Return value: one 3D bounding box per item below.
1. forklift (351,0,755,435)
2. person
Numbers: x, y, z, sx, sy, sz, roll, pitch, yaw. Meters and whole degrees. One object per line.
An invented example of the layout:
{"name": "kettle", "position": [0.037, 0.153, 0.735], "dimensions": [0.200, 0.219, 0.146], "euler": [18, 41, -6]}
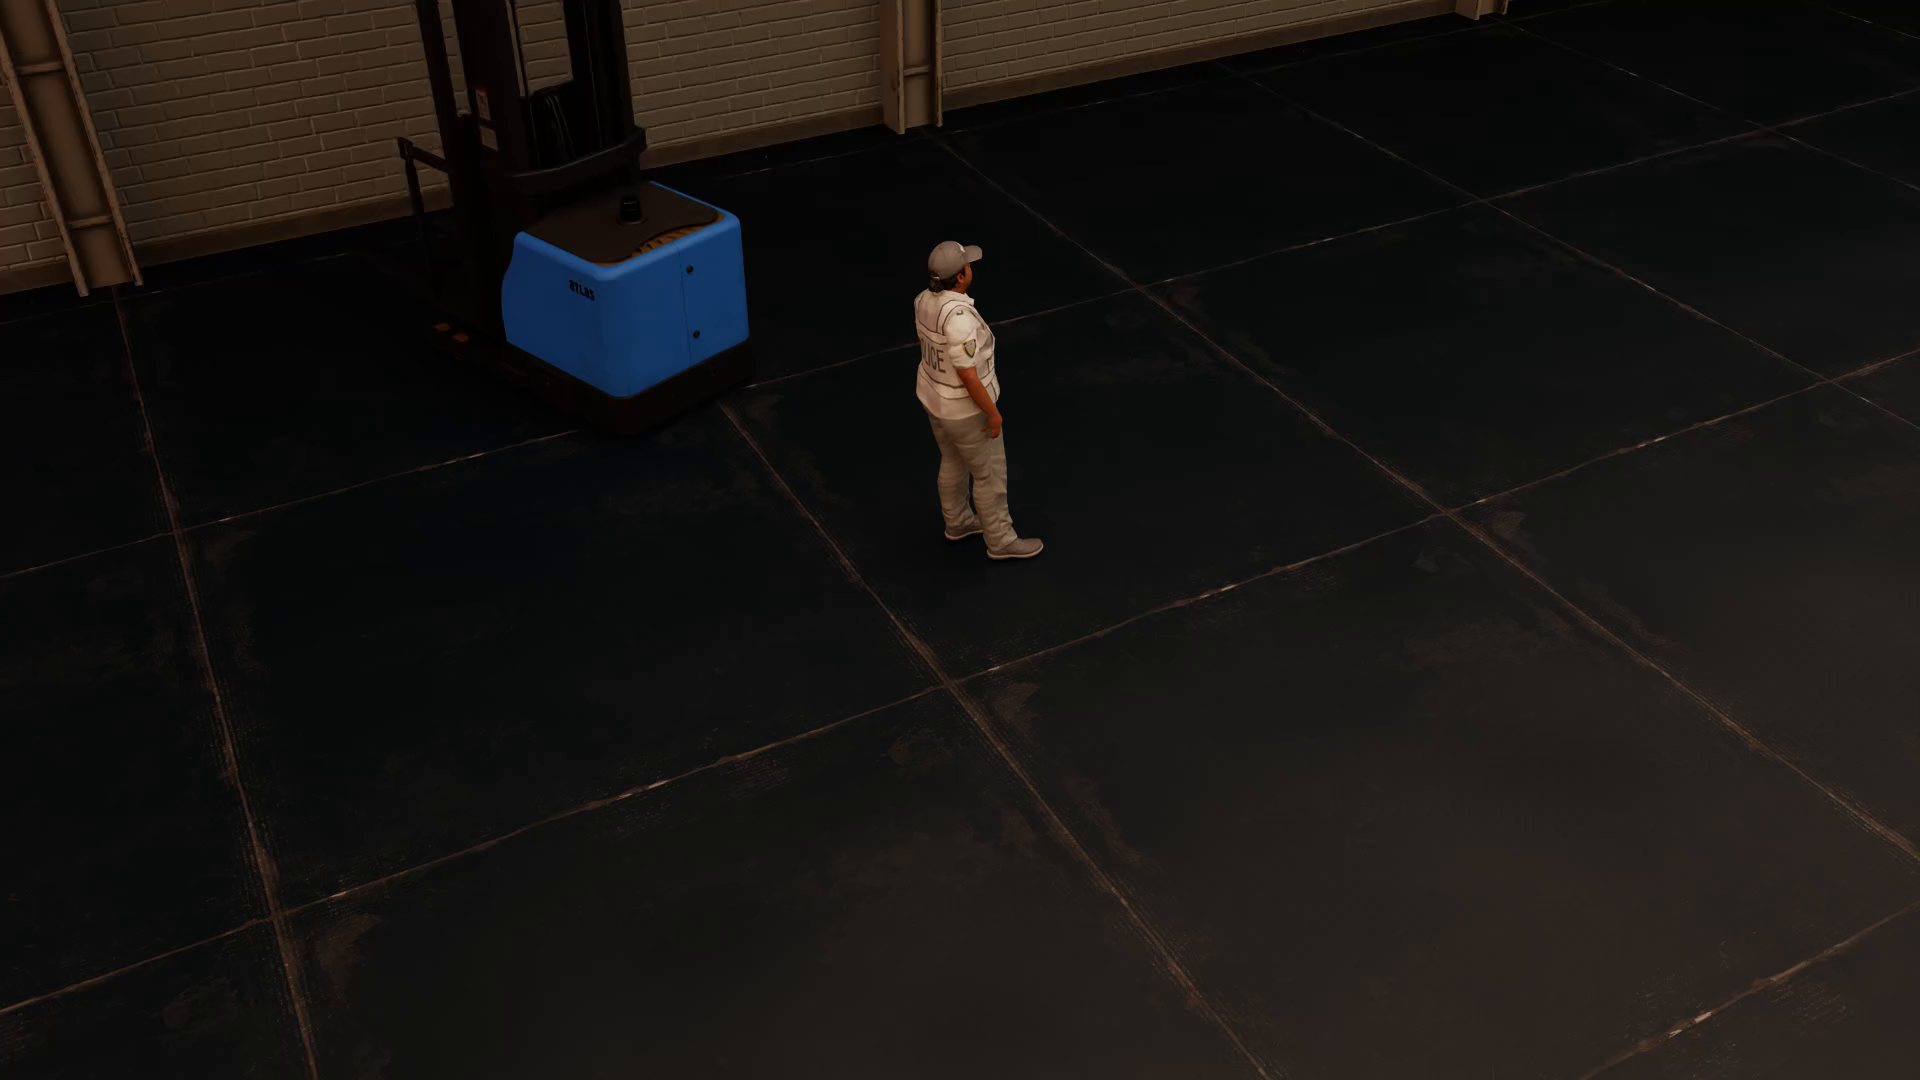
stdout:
{"name": "forklift", "position": [-2.670, -2.505, 9.667], "dimensions": [3.031, 2.935, 1.130], "euler": [27, 43, 33]}
{"name": "person", "position": [0.078, -0.695, 8.190], "dimensions": [0.529, 1.670, 0.598], "euler": [-17, 39, -23]}
